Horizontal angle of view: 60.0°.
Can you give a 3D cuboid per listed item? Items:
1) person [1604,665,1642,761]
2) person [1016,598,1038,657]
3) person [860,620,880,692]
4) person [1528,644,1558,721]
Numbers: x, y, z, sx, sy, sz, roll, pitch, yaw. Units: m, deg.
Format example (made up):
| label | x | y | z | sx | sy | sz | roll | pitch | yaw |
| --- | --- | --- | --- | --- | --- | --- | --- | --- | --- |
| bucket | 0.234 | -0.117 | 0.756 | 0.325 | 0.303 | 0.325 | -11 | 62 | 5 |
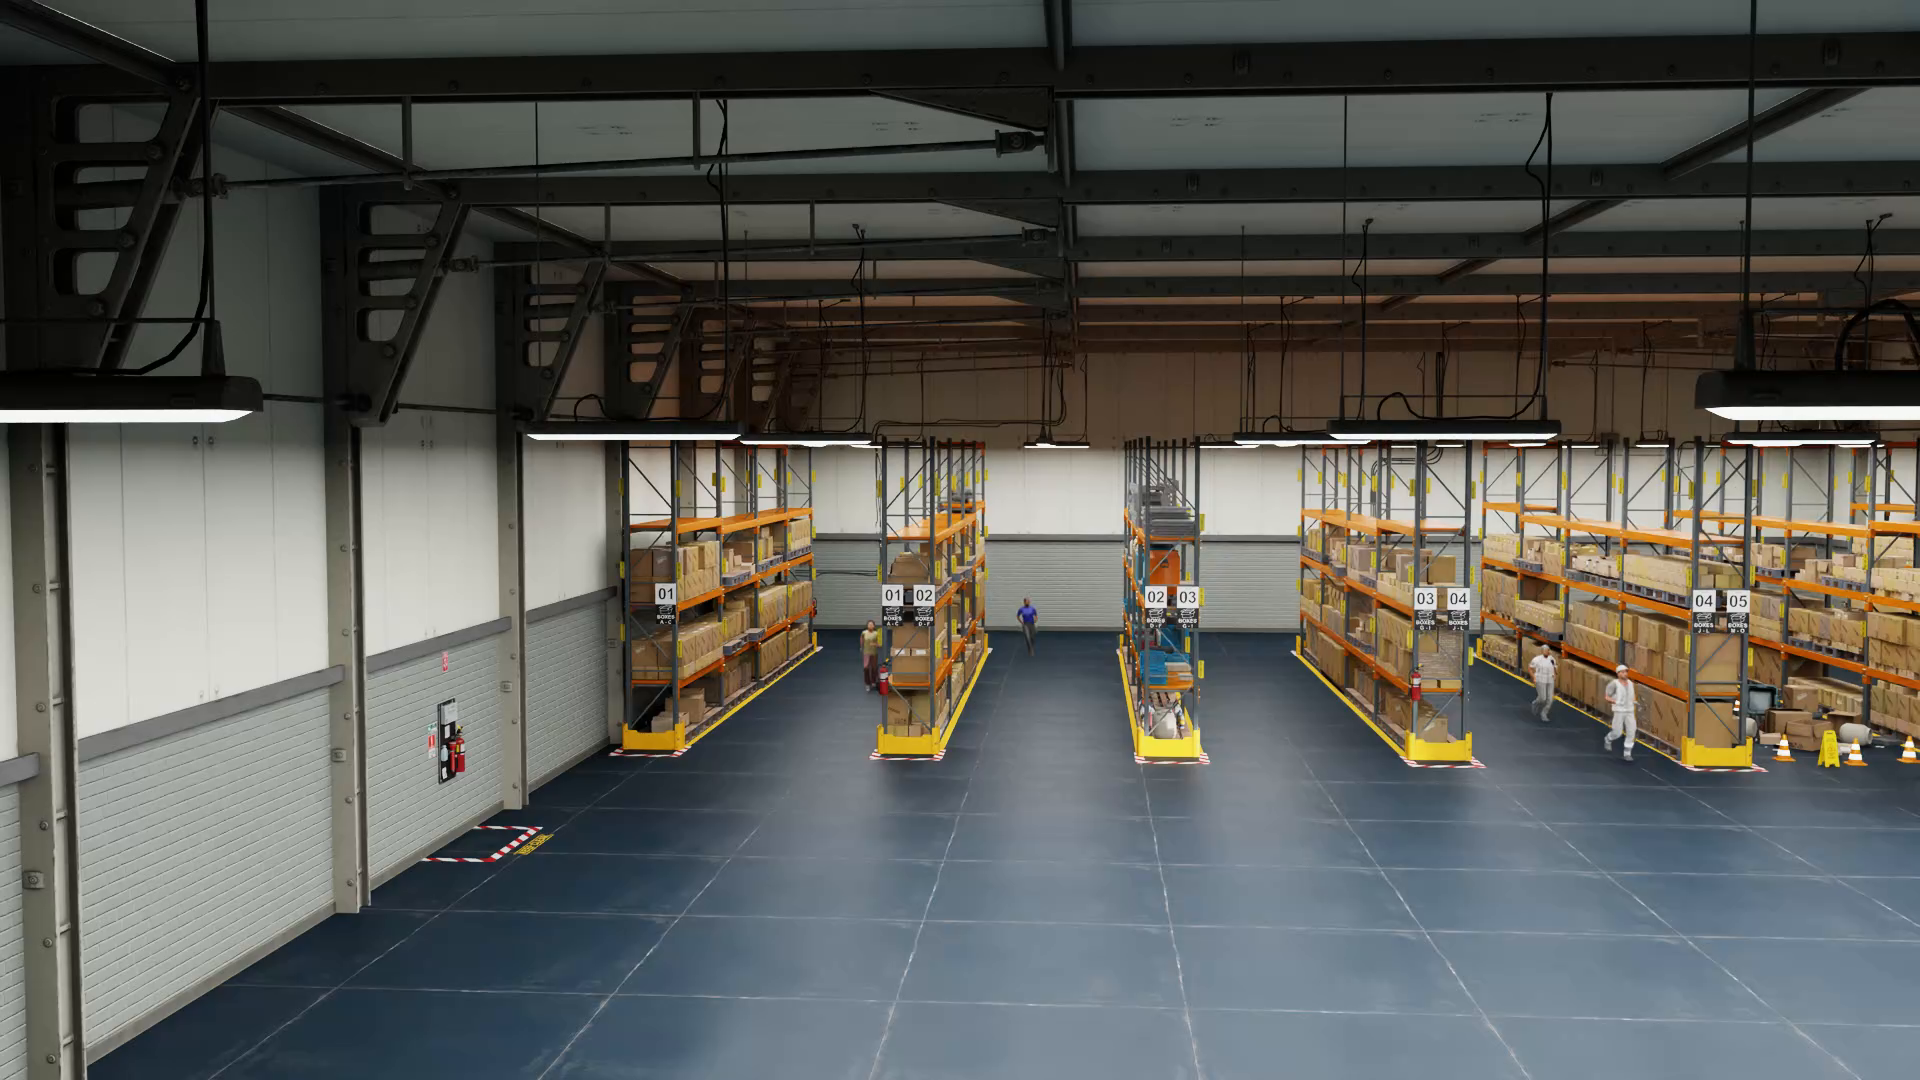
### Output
| label | x | y | z | sx | sy | sz | roll | pitch | yaw |
| --- | --- | --- | --- | --- | --- | --- | --- | --- | --- |
| person | 12.289 | 3.195 | 30.867 | 0.666 | 1.755 | 0.825 | 0 | 3 | -7 |
| person | 1.888 | 2.427 | 46.549 | 0.596 | 1.631 | 0.737 | 0 | 3 | -9 |
| person | -2.133 | 2.761 | 39.812 | 0.541 | 1.714 | 0.801 | 0 | 3 | 3 |
| person | 12.416 | 3.029 | 35.297 | 0.607 | 1.624 | 0.547 | 0 | 3 | -3 |
